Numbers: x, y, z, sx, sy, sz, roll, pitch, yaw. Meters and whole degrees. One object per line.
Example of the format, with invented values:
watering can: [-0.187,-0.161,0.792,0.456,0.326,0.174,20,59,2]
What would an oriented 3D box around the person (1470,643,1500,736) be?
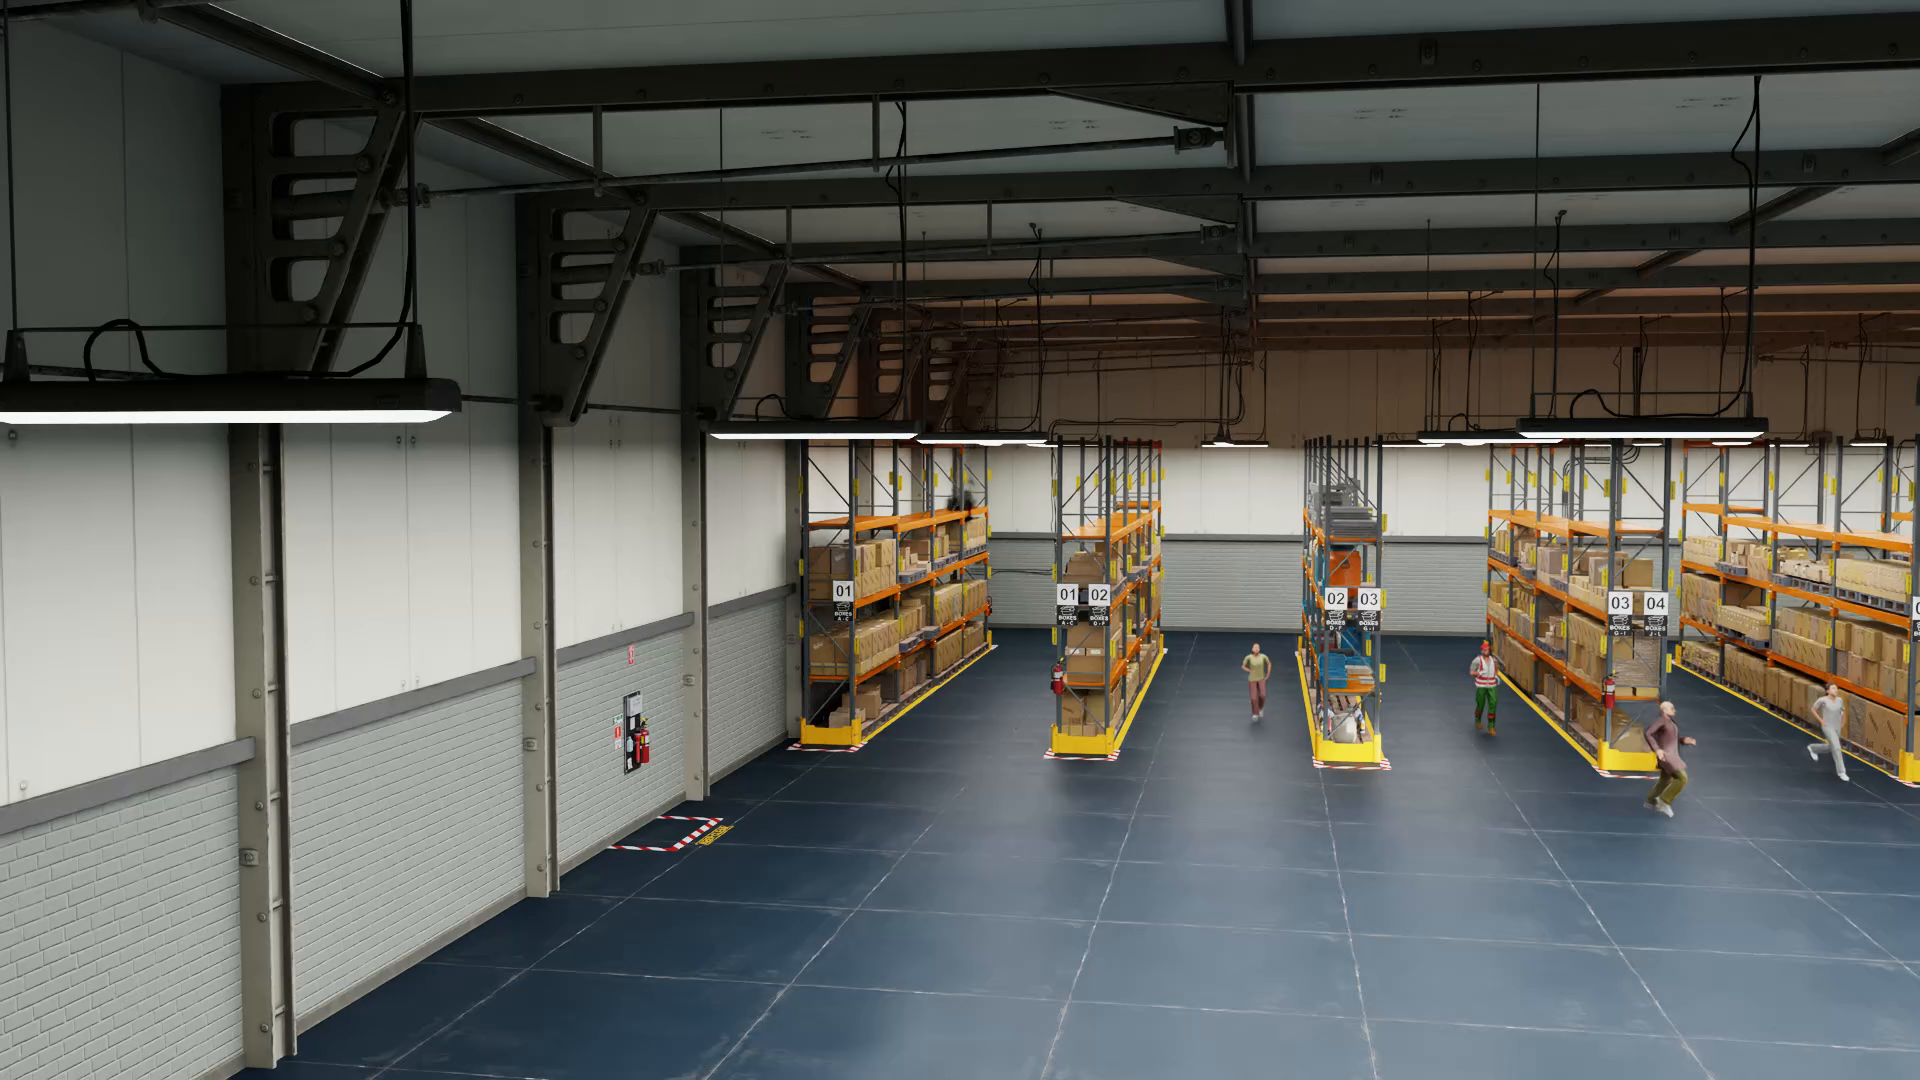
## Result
person: [10.607,2.988,33.566,0.636,1.821,0.843,0,3,2]

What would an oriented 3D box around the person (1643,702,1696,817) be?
person: [11.118,3.436,26.038,0.744,1.778,0.684,2,4,34]

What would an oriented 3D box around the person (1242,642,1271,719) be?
person: [6.284,2.985,35.207,0.630,1.641,0.551,0,3,4]

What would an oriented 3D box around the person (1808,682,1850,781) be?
person: [15.329,3.334,29.303,0.540,1.655,1.072,-1,3,-15]
